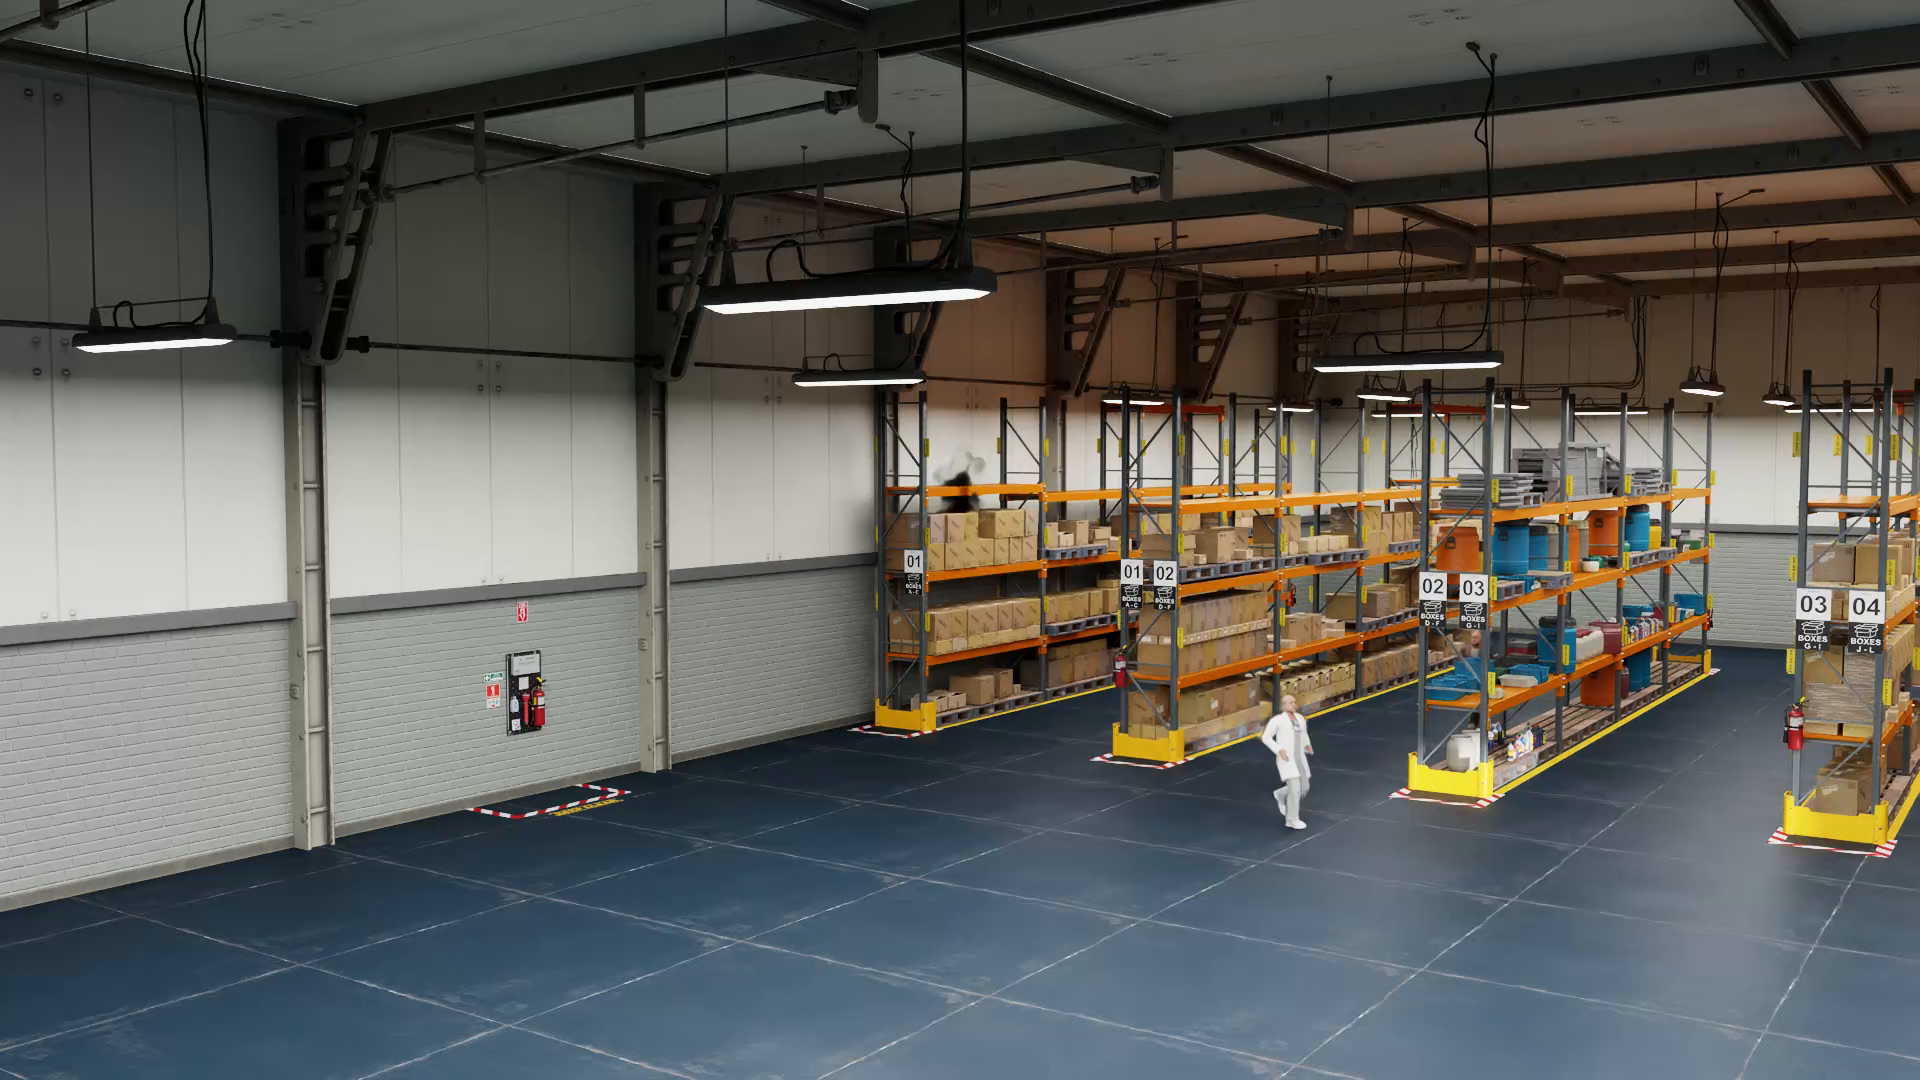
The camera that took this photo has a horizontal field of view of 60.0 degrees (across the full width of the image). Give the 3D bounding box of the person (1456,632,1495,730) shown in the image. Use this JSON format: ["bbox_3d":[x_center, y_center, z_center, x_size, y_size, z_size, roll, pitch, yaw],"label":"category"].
[{"bbox_3d":[9.143,2.493,29.538,0.694,1.730,0.632,2,4,30],"label":"person"}]

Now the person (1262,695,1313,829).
[{"bbox_3d":[4.340,2.913,21.995,0.713,1.730,0.753,-2,4,-27],"label":"person"}]
